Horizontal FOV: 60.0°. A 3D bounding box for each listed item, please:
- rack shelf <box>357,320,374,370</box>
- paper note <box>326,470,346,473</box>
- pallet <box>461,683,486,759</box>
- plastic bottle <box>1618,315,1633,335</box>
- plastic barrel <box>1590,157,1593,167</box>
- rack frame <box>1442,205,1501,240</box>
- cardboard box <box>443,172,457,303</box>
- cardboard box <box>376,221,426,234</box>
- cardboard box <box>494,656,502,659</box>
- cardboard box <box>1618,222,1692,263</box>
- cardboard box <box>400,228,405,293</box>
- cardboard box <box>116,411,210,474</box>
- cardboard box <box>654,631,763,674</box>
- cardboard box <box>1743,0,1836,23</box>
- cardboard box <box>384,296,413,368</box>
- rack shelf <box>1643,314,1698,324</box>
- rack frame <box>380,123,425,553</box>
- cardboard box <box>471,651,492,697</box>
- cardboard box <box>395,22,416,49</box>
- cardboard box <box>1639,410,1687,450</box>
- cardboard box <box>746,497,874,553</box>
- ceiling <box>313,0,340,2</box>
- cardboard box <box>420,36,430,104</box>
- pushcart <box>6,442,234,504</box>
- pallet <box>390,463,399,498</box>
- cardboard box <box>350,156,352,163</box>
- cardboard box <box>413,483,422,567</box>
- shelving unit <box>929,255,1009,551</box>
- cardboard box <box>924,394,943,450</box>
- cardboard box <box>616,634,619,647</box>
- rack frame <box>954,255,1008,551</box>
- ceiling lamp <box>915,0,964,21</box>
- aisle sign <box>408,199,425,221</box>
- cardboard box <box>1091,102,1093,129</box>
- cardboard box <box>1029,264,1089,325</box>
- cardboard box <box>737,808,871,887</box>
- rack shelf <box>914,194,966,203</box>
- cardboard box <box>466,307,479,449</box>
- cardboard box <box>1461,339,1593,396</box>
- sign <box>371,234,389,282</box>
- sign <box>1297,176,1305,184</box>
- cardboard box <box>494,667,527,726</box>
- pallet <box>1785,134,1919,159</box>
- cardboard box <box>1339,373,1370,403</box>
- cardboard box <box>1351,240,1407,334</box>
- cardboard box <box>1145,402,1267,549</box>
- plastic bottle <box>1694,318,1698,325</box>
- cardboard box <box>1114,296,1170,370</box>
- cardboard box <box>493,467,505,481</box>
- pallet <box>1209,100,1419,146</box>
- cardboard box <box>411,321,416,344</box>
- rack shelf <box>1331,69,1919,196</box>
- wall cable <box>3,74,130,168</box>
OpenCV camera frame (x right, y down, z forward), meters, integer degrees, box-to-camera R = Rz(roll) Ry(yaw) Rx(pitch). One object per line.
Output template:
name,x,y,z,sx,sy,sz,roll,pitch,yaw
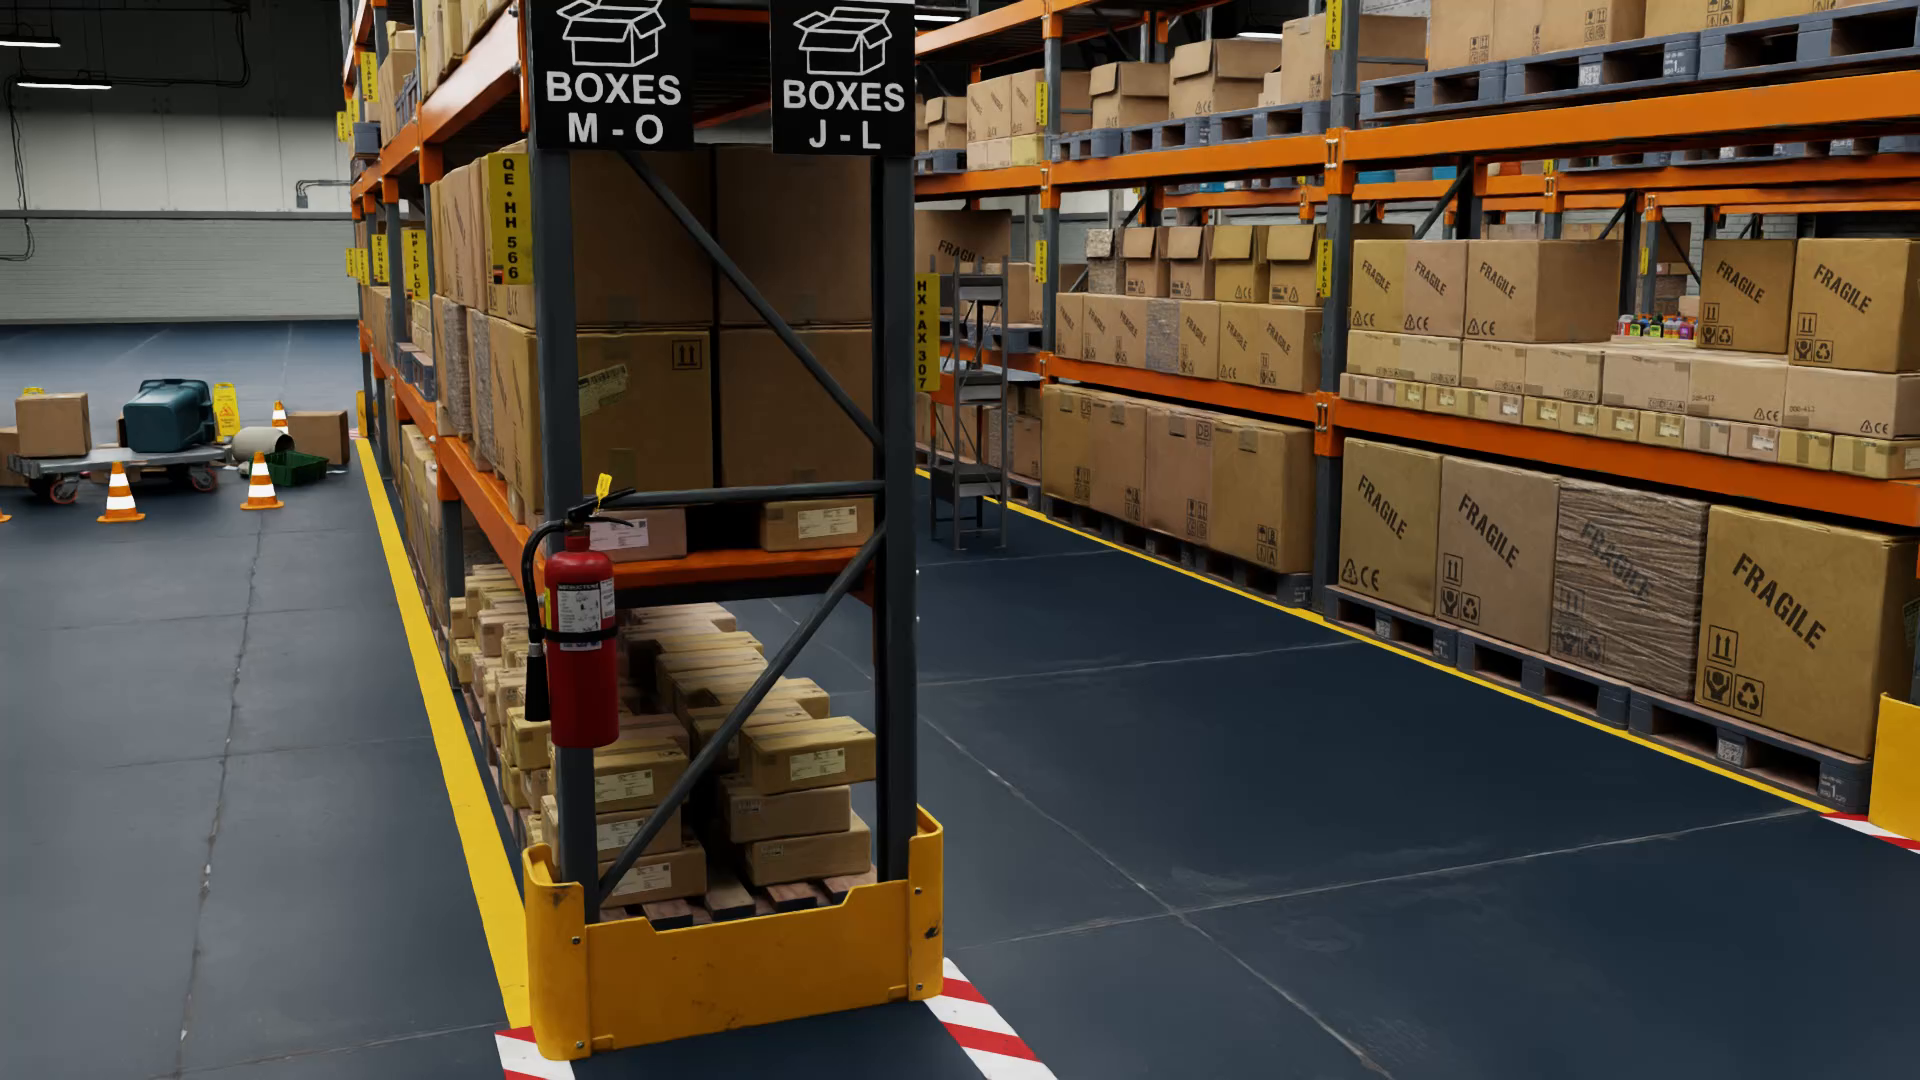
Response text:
rack shelf,-5.683,-2.048,17.420,1.077,0.370,4.000,-4,11,-21
paper note,-6.046,-0.666,16.076,0.142,0.020,0.147,5,11,28
pallet,-1.783,0.711,7.821,1.003,0.211,1.213,-4,11,-21
plastic bottle,5.790,-1.807,14.369,0.152,0.276,0.135,-4,11,-21
plastic barrel,5.940,-3.637,15.417,0.421,0.512,0.421,0,10,0
rack frame,7.486,-3.655,24.400,1.000,3.000,0.127,-4,11,-21
cardboard box,-1.767,-1.200,6.614,0.500,0.500,0.500,-4,11,-20
cardboard box,-5.060,-2.743,15.765,0.875,0.550,0.550,-4,11,-21
cardboard box,-1.756,0.524,7.000,0.380,0.149,0.250,-3,11,-18
cardboard box,8.769,-3.762,21.012,0.700,0.500,0.500,-4,11,-21
cardboard box,-4.035,-2.204,13.104,0.700,0.500,0.500,-4,11,-22
cardboard box,-7.642,-0.957,15.977,0.797,0.637,0.503,-4,11,-21
cardboard box,-0.979,0.467,6.474,0.380,0.149,0.250,-4,11,-20
cardboard box,3.720,-2.378,6.888,0.700,0.500,0.500,-4,11,-23
cardboard box,-3.922,-1.528,12.160,0.500,0.500,0.500,-4,11,-21
rack shelf,9.660,-2.321,18.957,1.077,0.370,4.000,-4,11,-21
rack frame,-3.509,-1.422,11.851,1.000,3.000,0.127,-4,11,-21
cardboard box,-1.992,0.588,7.491,0.380,0.149,0.250,-4,11,-21
cardboard box,-3.303,-3.118,10.350,0.396,0.266,0.258,-4,11,-21
cardboard box,3.242,-0.495,7.355,0.380,0.149,0.250,-4,11,-22
cardboard box,-0.422,-0.067,4.946,0.380,0.149,0.250,-4,11,-21
ceiling,-15.587,-14.972,45.199,6.000,0.001,6.000,-4,11,-21
cardboard box,-2.138,-2.080,7.412,0.500,0.250,0.500,-3,11,-18
pushcart,-7.429,-0.606,14.752,1.648,0.377,0.936,-9,13,-40
pallet,-4.609,-0.581,15.085,1.003,0.211,1.213,-4,11,-21
cardboard box,-6.490,-4.219,18.243,0.380,0.149,0.250,-4,11,-20
cardboard box,-3.115,-0.101,10.364,0.500,0.500,0.500,-4,11,-22
shelving unit,0.060,-1.007,12.084,0.431,2.100,0.503,-4,11,-21
cardboard box,0.059,-1.179,16.364,0.700,0.500,0.500,-4,11,-21
cardboard box,-1.316,0.486,7.216,0.380,0.149,0.250,-4,11,-20
rack frame,0.148,-0.967,11.860,0.400,2.100,0.015,-4,11,-21
ceiling lamp,-1.012,-10.177,27.272,2.000,3.185,0.800,-4,11,-21
aisle sign,-6.154,-4.039,19.137,0.394,0.787,0.004,-4,11,-21
cardboard box,1.220,-3.586,13.736,0.500,0.500,0.500,-4,11,-20
cardboard box,0.918,-2.062,13.964,0.500,0.500,0.500,-5,11,-28
cardboard box,-0.501,0.974,5.318,0.380,0.149,0.250,-4,11,-20
rack shelf,-1.024,-3.823,18.834,1.077,0.370,4.000,-4,11,-21
cardboard box,-1.558,-0.618,6.194,0.500,0.500,0.500,-3,11,-18
cardboard box,2.895,-0.881,8.389,0.500,0.250,0.500,-4,11,-19
sign,-4.025,-1.957,11.549,0.100,0.325,0.005,-4,11,-21
sign,3.801,-4.136,18.516,0.100,0.325,0.005,-4,11,-21
cardboard box,-1.472,0.552,5.997,0.380,0.149,0.250,-3,11,-19
pallet,6.841,-2.888,12.063,1.213,0.211,1.003,-4,11,-21
cardboard box,2.397,-0.875,9.490,0.380,0.149,0.250,-4,11,-21
cardboard box,2.535,-1.415,9.248,0.500,0.500,0.500,-4,11,-21
cardboard box,2.025,-0.477,11.407,1.225,0.875,0.875,-4,11,-23
plastic bottle,6.490,-1.843,14.585,0.097,0.271,0.097,0,10,0
cardboard box,1.451,-1.506,12.035,0.500,0.500,0.500,-4,11,-22
cardboard box,-1.599,-0.326,6.406,0.380,0.149,0.250,-3,11,-19
pallet,2.222,-2.597,10.435,0.805,0.209,1.217,-4,11,-23
cardboard box,-3.535,-1.420,11.354,0.380,0.149,0.250,-4,11,-22
rack shelf,3.325,-1.864,7.823,1.077,0.370,4.000,-4,11,-21
wall cable,-24.383,-11.456,45.572,3.097,2.526,0.112,-4,11,-21
